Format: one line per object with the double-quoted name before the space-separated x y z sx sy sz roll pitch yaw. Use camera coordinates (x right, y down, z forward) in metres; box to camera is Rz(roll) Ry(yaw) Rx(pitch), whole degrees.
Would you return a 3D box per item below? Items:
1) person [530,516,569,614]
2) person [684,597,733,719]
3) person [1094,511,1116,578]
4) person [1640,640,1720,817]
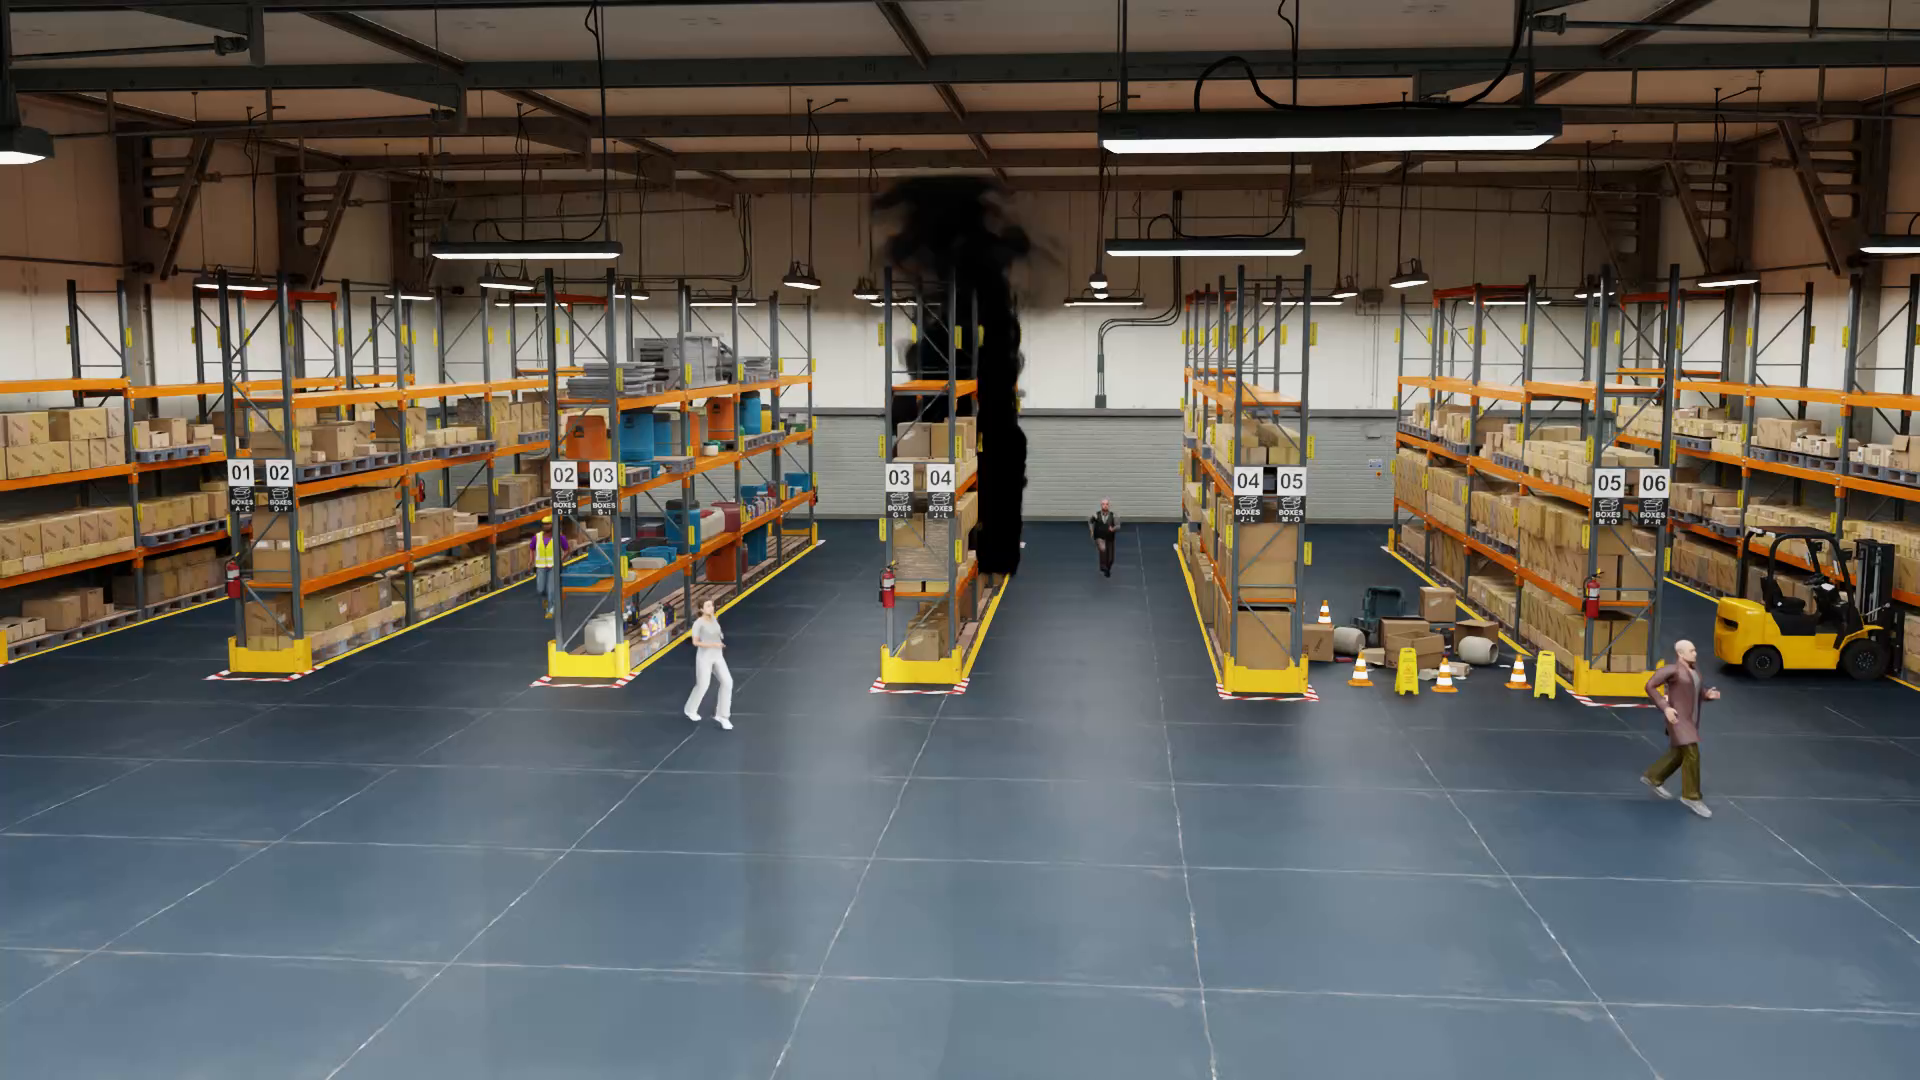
"person" -6.923 0.430 27.993 0.676 1.667 0.517 0 7 -2
"person" -3.267 1.505 21.483 0.736 1.560 0.570 6 9 40
"person" 2.946 0.106 33.926 0.446 1.415 0.960 0 7 -1
"person" 7.685 1.967 17.751 0.694 1.823 0.877 -6 9 -39
